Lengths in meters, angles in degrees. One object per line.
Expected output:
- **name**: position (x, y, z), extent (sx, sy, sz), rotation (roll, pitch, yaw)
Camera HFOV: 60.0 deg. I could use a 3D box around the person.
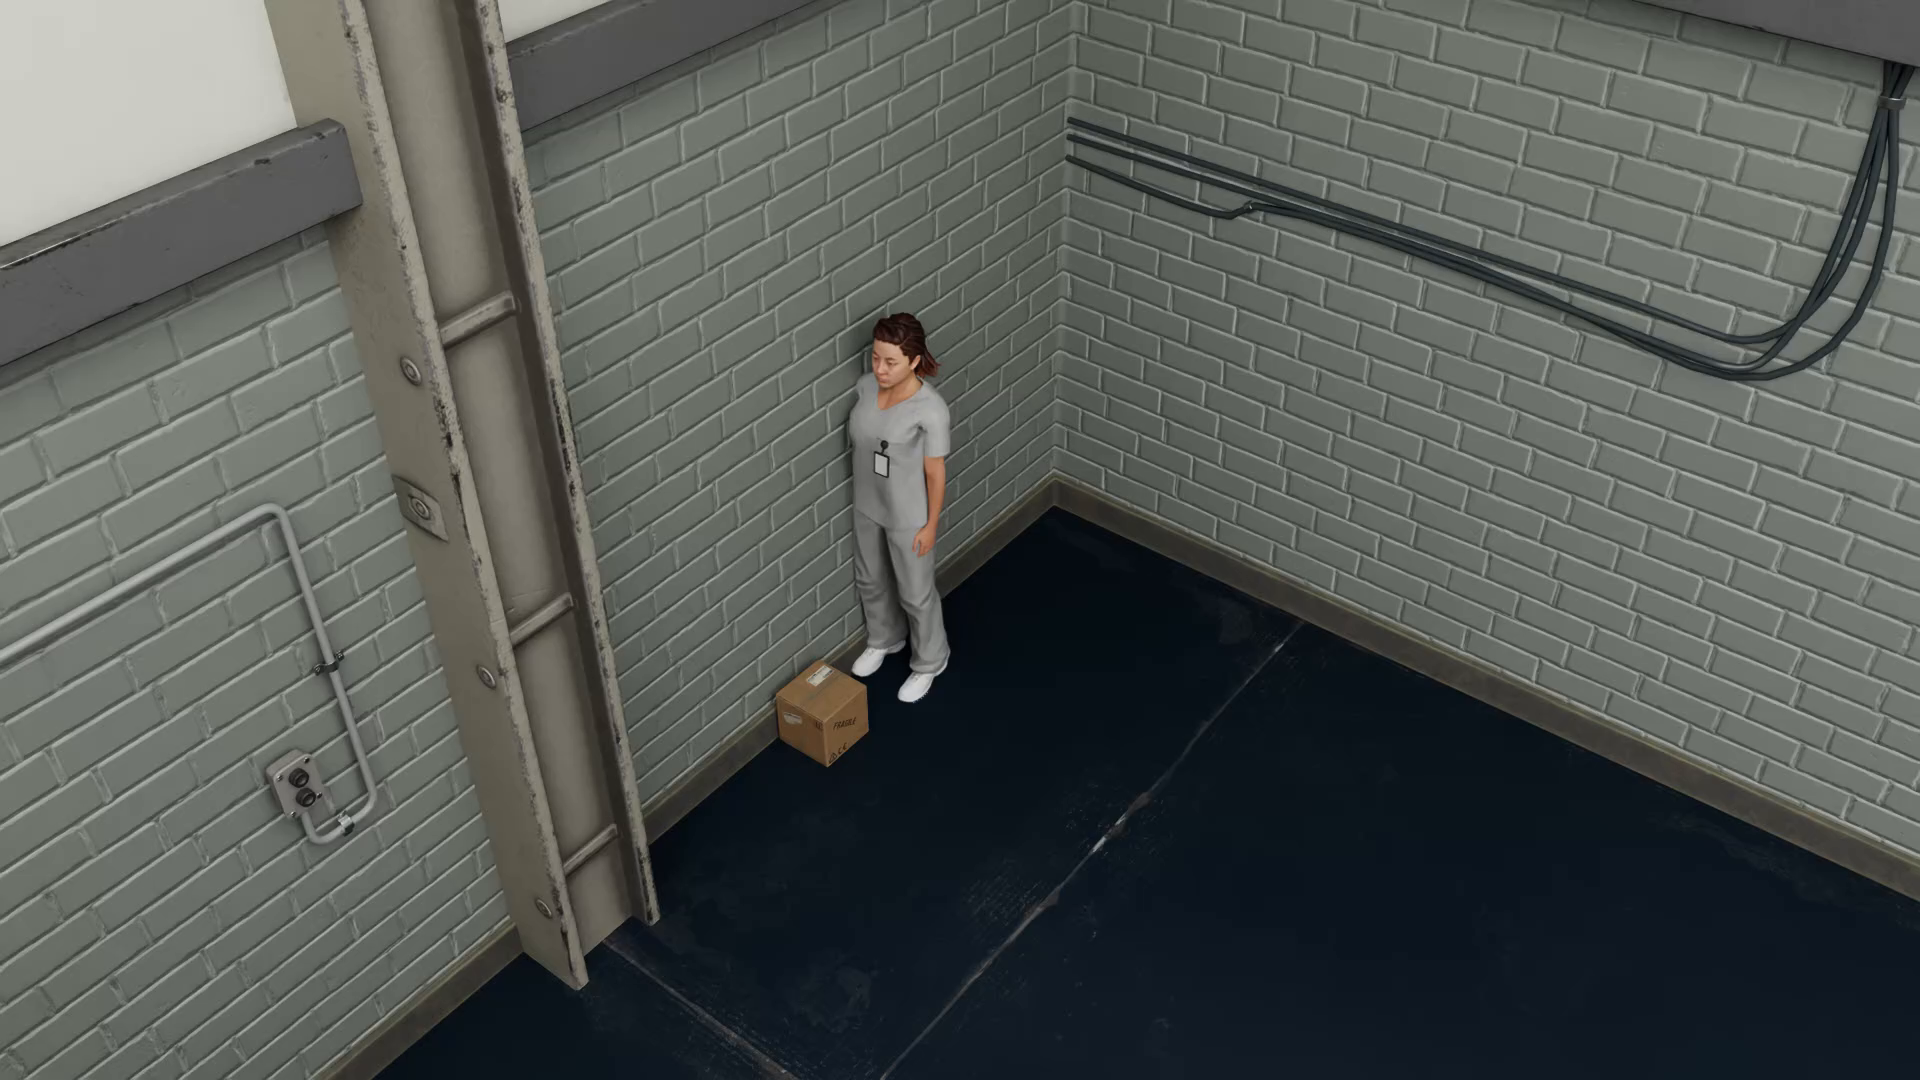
- **person**: position (-0.228, -0.119, 6.314), extent (0.435, 1.674, 0.358), rotation (27, 46, 29)
